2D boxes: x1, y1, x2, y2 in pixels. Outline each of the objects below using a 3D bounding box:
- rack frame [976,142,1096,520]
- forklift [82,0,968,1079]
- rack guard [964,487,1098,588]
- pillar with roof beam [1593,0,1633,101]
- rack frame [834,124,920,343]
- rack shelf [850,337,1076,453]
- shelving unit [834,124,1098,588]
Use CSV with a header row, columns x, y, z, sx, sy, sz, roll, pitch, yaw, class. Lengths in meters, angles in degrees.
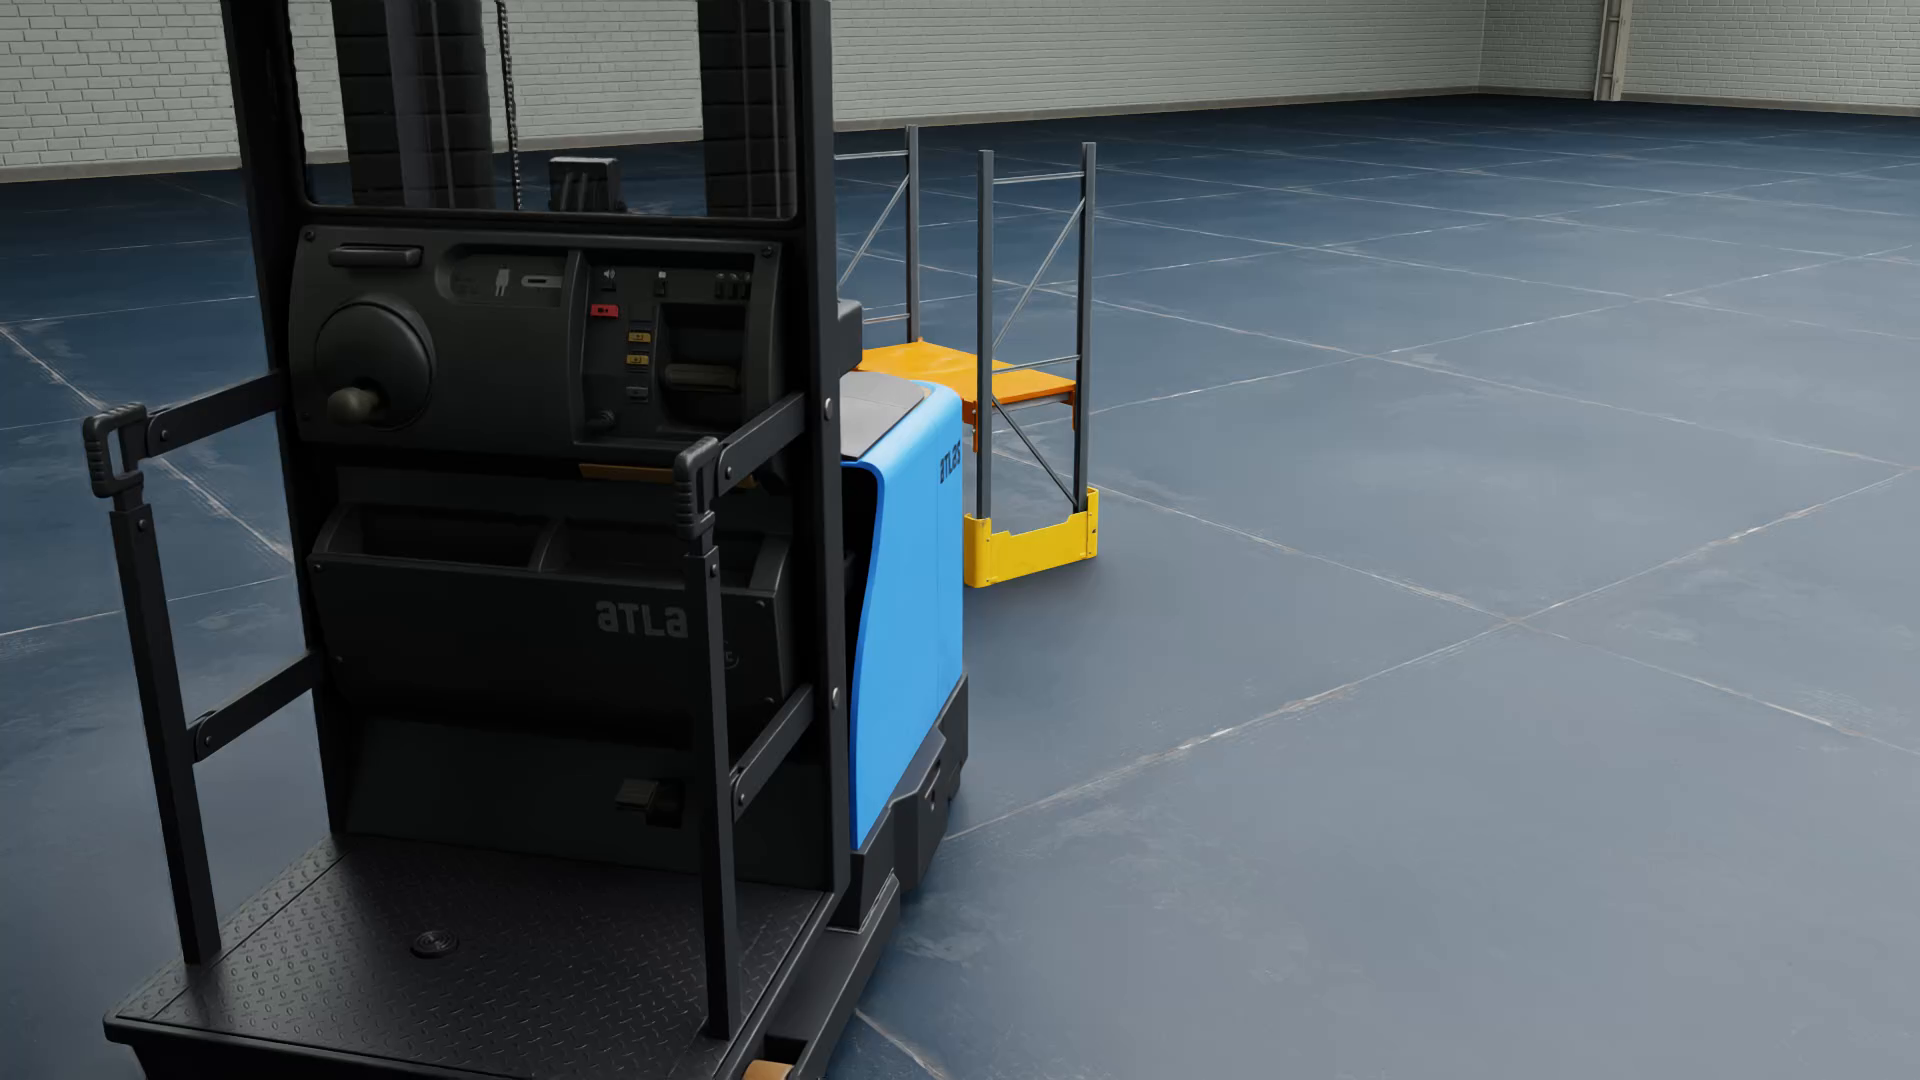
x,y,z,sx,sy,sz,roll,pitch,yaw,class
0.263,-0.608,5.812,0.500,1.500,0.032,-14,23,-36,rack frame
-0.811,-0.352,2.762,1.130,2.935,3.031,4,19,12,forklift
0.262,-0.015,6.009,0.587,0.250,0.087,-14,23,-36,rack guard
8.903,-11.772,27.597,9.100,9.000,0.400,-14,23,-36,pillar with roof beam
-0.369,-0.858,6.569,0.500,1.500,0.032,-14,23,-36,rack frame
-0.053,-0.562,6.247,0.538,0.185,1.000,-14,23,-36,rack shelf
-0.047,-0.731,6.183,0.587,1.500,1.083,-14,23,-36,shelving unit
